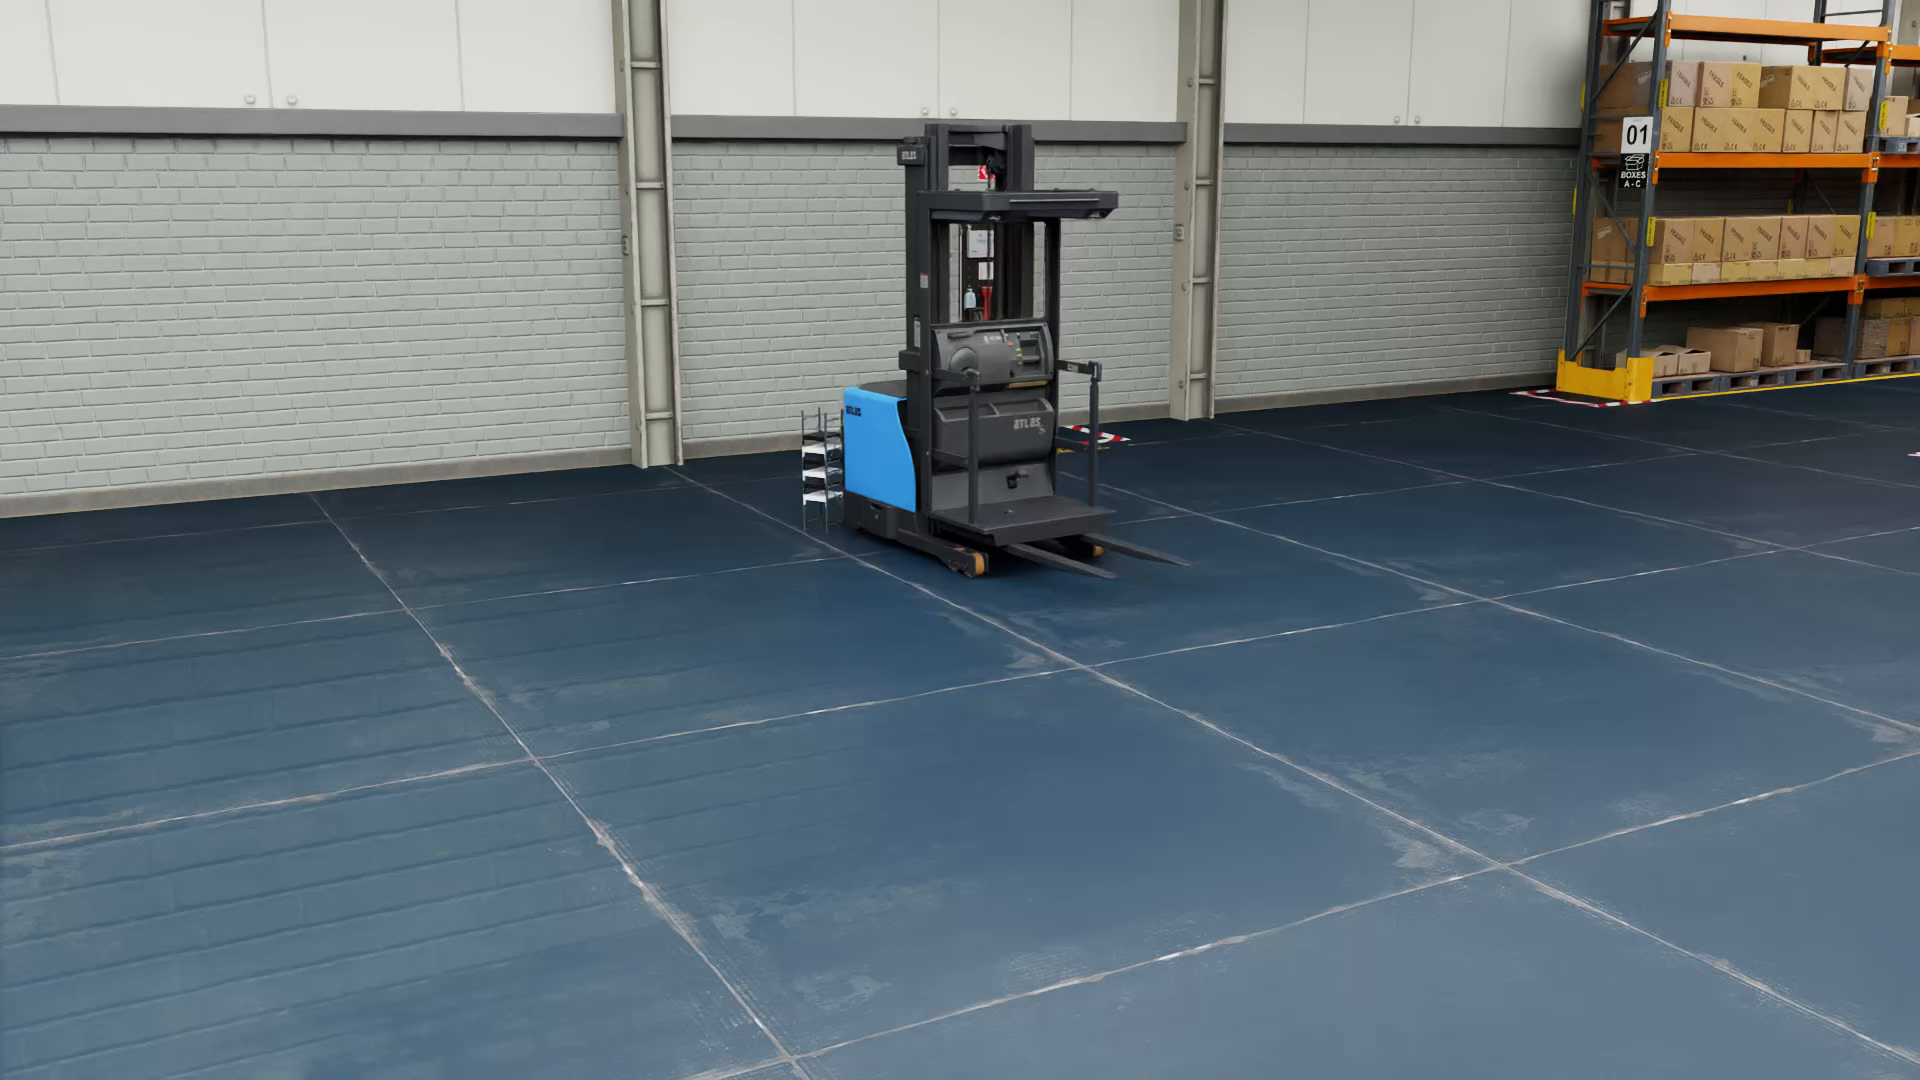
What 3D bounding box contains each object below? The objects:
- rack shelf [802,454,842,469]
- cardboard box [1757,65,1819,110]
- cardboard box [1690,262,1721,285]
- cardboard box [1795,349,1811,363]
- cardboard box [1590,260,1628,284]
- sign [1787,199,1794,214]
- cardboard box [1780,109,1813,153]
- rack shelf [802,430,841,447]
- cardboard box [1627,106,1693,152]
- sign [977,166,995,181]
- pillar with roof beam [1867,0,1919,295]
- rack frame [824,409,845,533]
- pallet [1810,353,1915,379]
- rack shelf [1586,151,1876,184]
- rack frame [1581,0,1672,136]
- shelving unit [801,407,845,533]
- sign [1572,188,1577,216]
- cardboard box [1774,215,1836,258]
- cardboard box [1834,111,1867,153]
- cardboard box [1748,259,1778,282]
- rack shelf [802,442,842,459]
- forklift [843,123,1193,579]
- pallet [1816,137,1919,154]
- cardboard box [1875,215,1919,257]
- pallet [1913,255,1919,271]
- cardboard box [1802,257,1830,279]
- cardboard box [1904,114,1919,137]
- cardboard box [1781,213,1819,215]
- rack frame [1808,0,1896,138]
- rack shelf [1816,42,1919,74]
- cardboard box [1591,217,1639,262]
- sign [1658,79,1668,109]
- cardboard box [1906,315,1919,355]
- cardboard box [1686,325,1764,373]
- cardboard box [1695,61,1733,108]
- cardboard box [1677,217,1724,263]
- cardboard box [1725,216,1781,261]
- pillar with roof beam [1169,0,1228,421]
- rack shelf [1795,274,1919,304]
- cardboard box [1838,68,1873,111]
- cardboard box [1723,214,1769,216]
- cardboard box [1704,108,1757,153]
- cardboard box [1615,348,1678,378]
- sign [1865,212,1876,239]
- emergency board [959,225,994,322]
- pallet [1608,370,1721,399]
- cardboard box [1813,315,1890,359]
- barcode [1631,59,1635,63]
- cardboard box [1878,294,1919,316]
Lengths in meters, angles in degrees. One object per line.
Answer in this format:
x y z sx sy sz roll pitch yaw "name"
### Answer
-1.017 -0.577 12.362 0.200 0.077 0.258 7 14 29 "rack shelf"
9.840 -5.389 19.842 0.500 0.500 0.500 -7 15 -30 "cardboard box"
8.598 -3.164 19.634 0.500 0.250 0.500 -7 15 -30 "cardboard box"
10.624 -2.371 21.266 0.250 0.166 0.380 -9 16 -35 "cardboard box"
7.886 -3.203 19.808 0.500 0.250 0.500 -7 14 -27 "cardboard box"
10.810 -4.273 21.625 0.005 0.325 0.100 -7 14 -28 "sign"
9.836 -4.906 19.972 0.500 0.500 0.500 -7 15 -30 "cardboard box"
-1.017 -0.752 12.323 0.200 0.077 0.258 7 14 29 "rack shelf"
7.982 -4.689 19.009 0.500 0.500 0.500 -6 14 -26 "cardboard box"
0.260 -3.686 16.377 0.199 0.298 0.001 -7 14 -28 "sign"
15.097 -6.149 18.937 0.400 9.000 9.100 -7 14 -28 "pillar with roof beam"
-0.928 -0.510 12.326 0.006 0.900 0.240 7 14 29 "rack frame"
11.762 -2.323 21.950 1.213 0.211 1.003 -7 14 -28 "pallet"
9.324 -4.503 20.094 4.000 0.370 1.077 -7 14 -28 "rack shelf"
7.568 -6.107 18.750 0.127 3.000 1.000 -7 14 -28 "rack frame"
-1.017 -0.521 12.375 0.210 0.900 0.258 7 14 29 "shelving unit"
7.320 -4.008 19.732 0.005 0.325 0.100 -7 14 -28 "sign"
10.377 -3.741 20.487 0.500 0.500 0.500 -7 14 -28 "cardboard box"
10.752 -5.022 20.487 0.500 0.500 0.500 -6 14 -26 "cardboard box"
9.492 -3.270 20.102 0.500 0.250 0.500 -7 14 -27 "cardboard box"
-1.017 -0.664 12.343 0.200 0.077 0.258 7 14 29 "rack shelf"
0.356 -1.300 11.209 1.130 2.935 3.031 -8 15 -32 "forklift"
11.672 -5.017 21.167 1.003 0.211 1.213 -7 14 -28 "pallet"
12.036 -3.969 21.683 0.500 0.500 0.700 -5 14 -22 "cardboard box"
12.872 -3.712 22.209 1.213 0.211 1.003 -7 14 -28 "pallet"
10.367 -3.379 20.586 0.500 0.250 0.500 -7 14 -28 "cardboard box"
12.138 -5.333 21.388 0.500 0.311 0.500 -6 14 -26 "cardboard box"
10.567 -3.894 21.170 0.500 0.500 0.500 -7 15 -29 "cardboard box"
11.079 -6.528 20.620 0.127 3.000 1.000 -7 14 -28 "rack frame"
12.835 -6.192 21.678 4.000 0.370 1.077 -7 14 -28 "rack shelf"
7.880 -3.573 19.743 0.500 0.500 0.500 -7 14 -28 "cardboard box"
7.828 -4.966 18.519 0.005 0.325 0.100 -7 14 -28 "sign"
12.614 -2.787 22.352 0.500 0.500 0.700 -7 14 -27 "cardboard box"
9.387 -2.358 20.448 0.500 0.500 0.700 -8 15 -31 "cardboard box"
8.487 -5.227 19.120 0.500 0.500 0.500 -7 14 -29 "cardboard box"
8.570 -3.525 19.529 0.500 0.500 0.500 -7 14 -28 "cardboard box"
9.474 -3.635 20.017 0.500 0.500 0.500 -6 14 -26 "cardboard box"
4.565 -4.887 13.327 0.400 9.000 9.100 -7 14 -28 "pillar with roof beam"
12.835 -3.461 22.293 4.000 0.370 1.077 -7 14 -28 "rack shelf"
10.769 -5.506 20.360 0.500 0.500 0.500 -8 15 -33 "cardboard box"
9.671 -3.789 20.703 0.500 0.500 0.500 -6 14 -26 "cardboard box"
8.924 -4.794 19.475 0.500 0.500 0.500 -6 14 -25 "cardboard box"
8.219 -2.139 19.902 0.500 0.311 0.500 -9 15 -34 "cardboard box"
11.346 -3.920 20.723 0.005 0.325 0.100 -7 14 -28 "sign"
0.315 -2.537 16.550 0.643 1.169 0.194 -7 14 -28 "emergency board"
8.365 -1.907 20.100 1.213 0.211 1.003 -7 14 -28 "pallet"
11.717 -2.677 21.863 0.500 0.500 0.700 -6 14 -26 "cardboard box"
7.952 -5.644 19.653 0.075 0.075 0.001 -7 14 -28 "barcode"
12.557 -3.145 22.236 0.500 0.250 0.500 -7 15 -29 "cardboard box"
